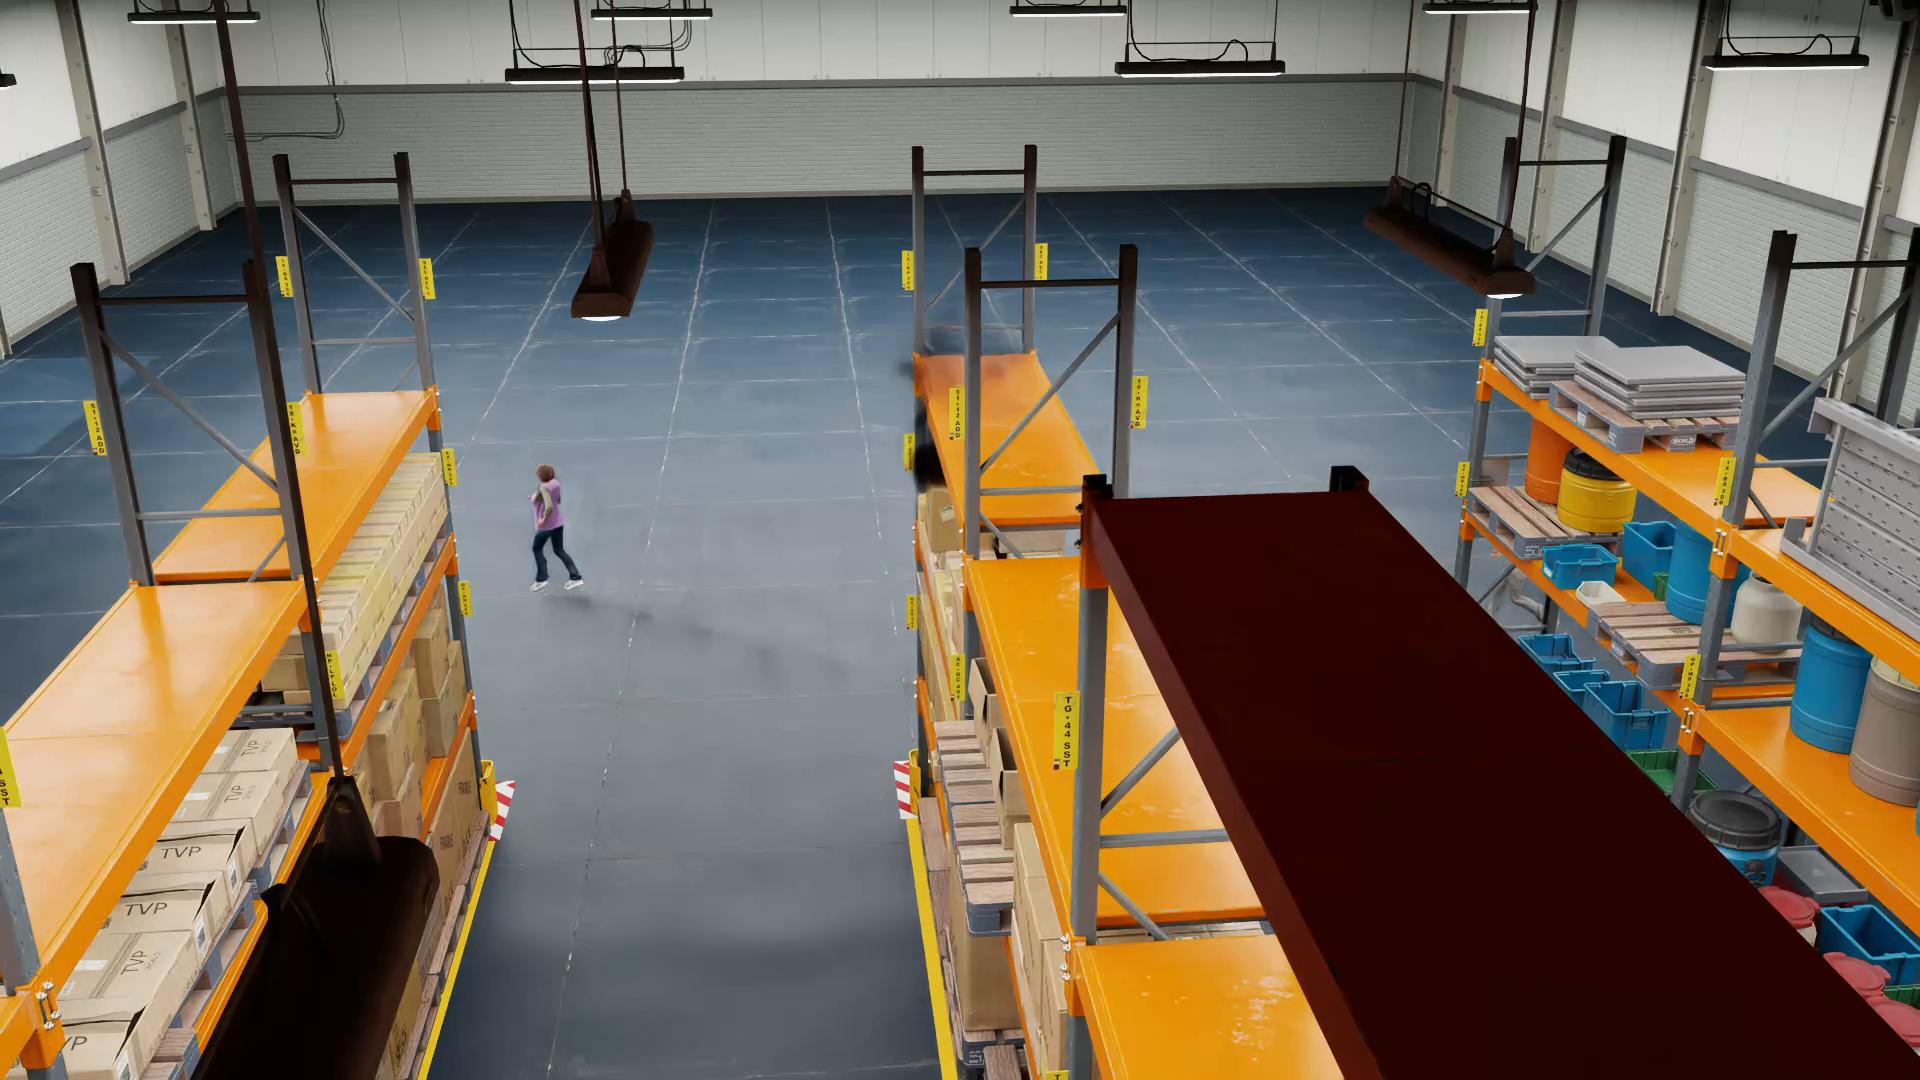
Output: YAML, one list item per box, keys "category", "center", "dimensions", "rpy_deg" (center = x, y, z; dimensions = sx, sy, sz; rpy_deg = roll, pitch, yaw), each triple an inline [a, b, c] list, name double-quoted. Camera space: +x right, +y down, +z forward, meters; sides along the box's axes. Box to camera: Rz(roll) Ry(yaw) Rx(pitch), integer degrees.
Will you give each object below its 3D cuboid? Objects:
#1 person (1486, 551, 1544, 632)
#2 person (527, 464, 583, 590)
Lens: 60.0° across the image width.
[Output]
- category: "person"
  center: [6.248, 0.348, 18.616]
  dimensions: [0.920, 1.588, 0.558]
  rpy_deg: [9, 23, 22]
- category: "person"
  center: [-4.854, -0.129, 19.770]
  dimensions: [0.712, 1.632, 0.524]
  rpy_deg: [10, 24, 24]
